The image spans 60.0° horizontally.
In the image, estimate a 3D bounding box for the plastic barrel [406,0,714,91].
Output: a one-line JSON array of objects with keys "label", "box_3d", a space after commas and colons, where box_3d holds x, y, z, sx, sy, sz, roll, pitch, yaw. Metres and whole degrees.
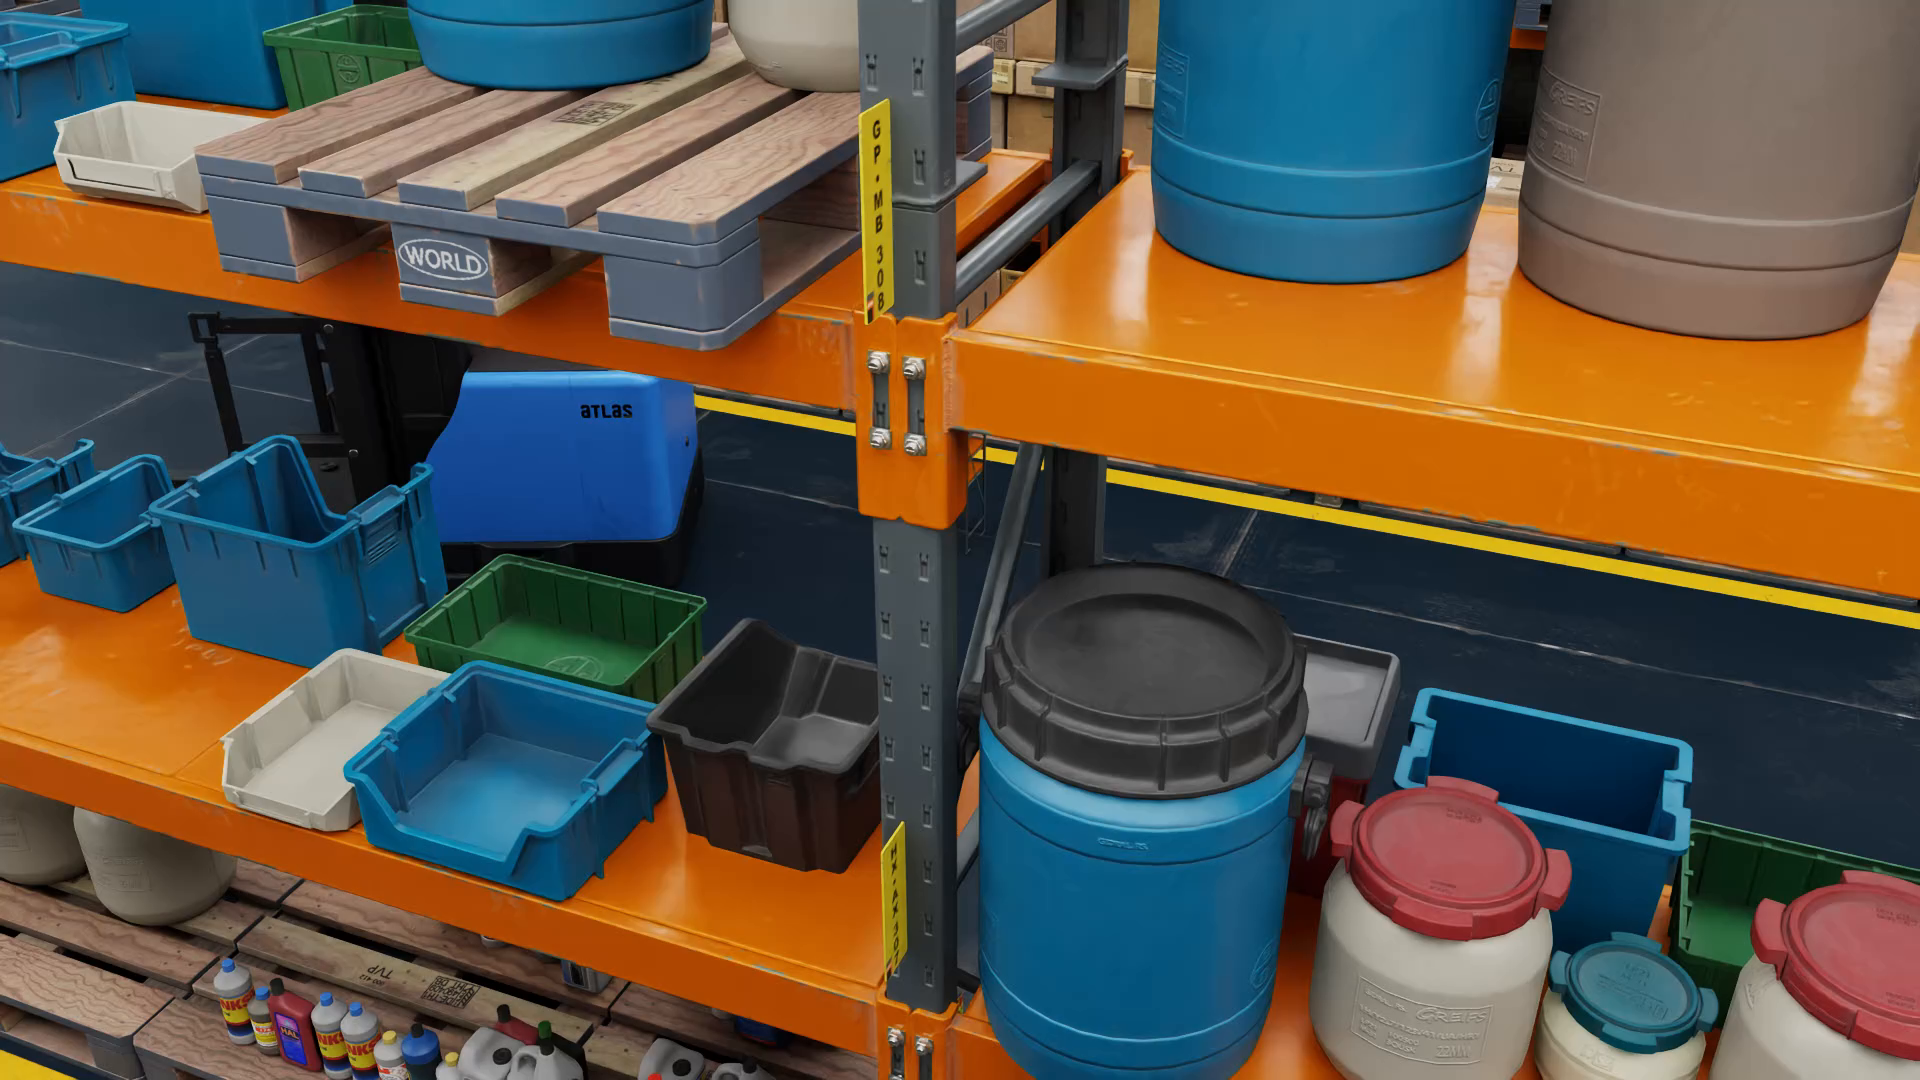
[{"label": "plastic barrel", "box_3d": [-0.790, -1.372, 3.145, 0.708, 0.901, 0.600, 11, 31, 19]}]

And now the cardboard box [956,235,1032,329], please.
[{"label": "cardboard box", "box_3d": [0.053, -1.263, 8.542, 0.500, 0.500, 0.500, 11, 31, 19]}]

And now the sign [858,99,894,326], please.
[{"label": "sign", "box_3d": [-0.126, -0.493, 2.517, 0.005, 0.325, 0.100, 11, 31, 19]}]

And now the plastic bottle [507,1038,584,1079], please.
[{"label": "plastic bottle", "box_3d": [-1.091, 1.446, 4.388, 0.185, 0.351, 0.144, 11, 31, 19]}]

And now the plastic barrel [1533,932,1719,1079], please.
[{"label": "plastic barrel", "box_3d": [1.260, 0.943, 3.174, 0.301, 0.262, 0.301, 0, 29, 0]}]

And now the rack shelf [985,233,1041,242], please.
[{"label": "rack shelf", "box_3d": [0.104, -1.747, 8.523, 4.000, 0.370, 1.077, 11, 31, 19]}]

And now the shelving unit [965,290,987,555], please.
[{"label": "shelving unit", "box_3d": [-0.013, -0.525, 7.459, 0.189, 1.200, 0.258, 11, 31, 19]}]

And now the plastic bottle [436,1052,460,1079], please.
[{"label": "plastic bottle", "box_3d": [-1.360, 1.470, 4.497, 0.097, 0.201, 0.097, 0, 29, 0]}]

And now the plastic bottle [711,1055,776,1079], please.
[{"label": "plastic bottle", "box_3d": [-0.559, 1.476, 4.335, 0.185, 0.351, 0.144, 11, 31, 19]}]

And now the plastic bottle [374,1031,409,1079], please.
[{"label": "plastic bottle", "box_3d": [-1.550, 1.432, 4.565, 0.097, 0.201, 0.097, 0, 29, 0]}]

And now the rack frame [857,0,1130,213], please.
[{"label": "rack frame", "box_3d": [0.092, -2.044, 2.221, 0.127, 3.000, 1.000, 11, 31, 19]}]

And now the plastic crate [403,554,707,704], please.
[{"label": "plastic crate", "box_3d": [-1.060, 0.280, 4.421, 0.662, 0.188, 0.450, 11, 31, 19]}]

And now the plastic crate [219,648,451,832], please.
[{"label": "plastic crate", "box_3d": [-1.508, 0.498, 4.089, 0.437, 0.136, 0.530, 11, 31, 19]}]

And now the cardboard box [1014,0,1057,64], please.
[{"label": "cardboard box", "box_3d": [0.611, -2.563, 7.817, 0.500, 0.500, 0.700, 11, 31, 19]}]

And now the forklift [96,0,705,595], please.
[{"label": "forklift", "box_3d": [-2.742, -1.242, 6.968, 3.031, 2.935, 1.130, -1, 29, -1]}]

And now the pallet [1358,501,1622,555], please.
[{"label": "pallet", "box_3d": [2.655, -0.358, 8.168, 1.213, 0.211, 1.003, 11, 31, 19]}]

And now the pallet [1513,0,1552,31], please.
[{"label": "pallet", "box_3d": [4.470, -3.658, 11.369, 1.213, 0.211, 1.003, 11, 31, 19]}]

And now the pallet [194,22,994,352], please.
[{"label": "pallet", "box_3d": [-0.614, -0.745, 3.163, 1.003, 0.211, 1.213, 11, 31, 19]}]

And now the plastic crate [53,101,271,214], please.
[{"label": "plastic crate", "box_3d": [-1.548, -0.736, 3.223, 0.396, 0.136, 0.243, 11, 31, 19]}]

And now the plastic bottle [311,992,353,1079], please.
[{"label": "plastic bottle", "box_3d": [-1.734, 1.365, 4.613, 0.097, 0.271, 0.097, 0, 29, 0]}]

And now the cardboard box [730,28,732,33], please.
[{"label": "cardboard box", "box_3d": [-0.783, -2.842, 8.309, 0.500, 0.500, 0.700, 10, 31, 18]}]

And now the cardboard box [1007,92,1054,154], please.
[{"label": "cardboard box", "box_3d": [0.589, -2.002, 8.142, 0.500, 0.500, 0.700, 12, 32, 20]}]

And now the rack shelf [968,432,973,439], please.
[{"label": "rack shelf", "box_3d": [-0.013, -0.486, 7.481, 0.180, 0.103, 0.258, 11, 31, 19]}]

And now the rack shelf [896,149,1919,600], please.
[{"label": "rack shelf", "box_3d": [1.945, -0.055, 2.481, 4.000, 0.370, 1.077, 11, 31, 19]}]

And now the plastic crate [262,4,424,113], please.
[{"label": "plastic crate", "box_3d": [-1.268, -1.062, 3.747, 0.450, 0.188, 0.336, 11, 31, 19]}]

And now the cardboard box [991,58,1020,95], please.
[{"label": "cardboard box", "box_3d": [0.202, -2.252, 7.925, 0.250, 0.149, 0.380, 12, 32, 21]}]

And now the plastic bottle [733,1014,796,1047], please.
[{"label": "plastic bottle", "box_3d": [-0.555, 1.257, 4.723, 0.185, 0.351, 0.144, 11, 31, 19]}]

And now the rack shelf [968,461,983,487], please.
[{"label": "rack shelf", "box_3d": [-0.013, -0.277, 7.599, 0.180, 0.103, 0.258, 11, 31, 19]}]

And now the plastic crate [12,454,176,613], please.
[{"label": "plastic crate", "box_3d": [-2.439, -0.029, 4.903, 0.408, 0.251, 0.499, 11, 31, 19]}]

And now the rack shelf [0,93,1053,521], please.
[{"label": "rack shelf", "box_3d": [-1.762, -0.795, 3.791, 4.000, 0.370, 1.077, 11, 31, 19]}]

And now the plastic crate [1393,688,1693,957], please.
[{"label": "plastic crate", "box_3d": [1.231, 0.637, 3.591, 0.575, 0.384, 0.392, 11, 31, 19]}]

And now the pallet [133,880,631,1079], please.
[{"label": "pallet", "box_3d": [-1.650, 1.413, 5.035, 1.213, 0.211, 1.003, 11, 31, 19]}]

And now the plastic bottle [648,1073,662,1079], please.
[{"label": "plastic bottle", "box_3d": [-0.791, 1.506, 4.282, 0.185, 0.351, 0.144, 10, 31, 17]}]

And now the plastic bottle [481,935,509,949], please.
[{"label": "plastic bottle", "box_3d": [-1.426, 1.139, 5.083, 0.097, 0.201, 0.097, 0, 29, 0]}]

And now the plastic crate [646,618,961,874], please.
[{"label": "plastic crate", "box_3d": [-0.346, 0.440, 3.986, 0.504, 0.338, 0.767, 11, 31, 19]}]

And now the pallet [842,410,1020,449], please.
[{"label": "pallet", "box_3d": [0.102, -0.867, 9.070, 1.213, 0.211, 1.003, 11, 31, 19]}]

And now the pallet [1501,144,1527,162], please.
[{"label": "pallet", "box_3d": [4.538, -2.592, 12.122, 1.213, 0.211, 1.003, 11, 31, 19]}]

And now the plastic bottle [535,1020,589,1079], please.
[{"label": "plastic bottle", "box_3d": [-1.076, 1.424, 4.495, 0.133, 0.283, 0.061, 11, 31, 19]}]

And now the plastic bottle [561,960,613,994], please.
[{"label": "plastic bottle", "box_3d": [-1.102, 1.182, 4.931, 0.135, 0.276, 0.152, 11, 31, 19]}]

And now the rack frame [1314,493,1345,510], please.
[{"label": "rack frame", "box_3d": [1.957, -1.690, 7.692, 0.127, 3.000, 1.000, 11, 31, 19]}]

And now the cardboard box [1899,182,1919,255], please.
[{"label": "cardboard box", "box_3d": [4.103, -1.297, 6.894, 0.500, 0.500, 0.500, 10, 31, 16]}]

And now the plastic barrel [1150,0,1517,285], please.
[{"label": "plastic barrel", "box_3d": [0.644, -0.961, 2.844, 0.708, 0.901, 0.600, 11, 31, 19]}]

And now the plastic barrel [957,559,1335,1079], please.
[{"label": "plastic barrel", "box_3d": [0.336, 0.559, 3.203, 0.708, 0.901, 0.600, 11, 31, 19]}]

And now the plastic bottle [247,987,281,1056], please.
[{"label": "plastic bottle", "box_3d": [-1.956, 1.351, 4.708, 0.097, 0.201, 0.097, 0, 29, 0]}]

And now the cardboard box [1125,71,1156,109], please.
[{"label": "cardboard box", "box_3d": [0.909, -2.111, 7.675, 0.250, 0.149, 0.380, 11, 31, 19]}]

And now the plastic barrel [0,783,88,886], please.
[{"label": "plastic barrel", "box_3d": [-2.976, 0.815, 5.361, 0.421, 0.512, 0.421, 0, 29, 0]}]
